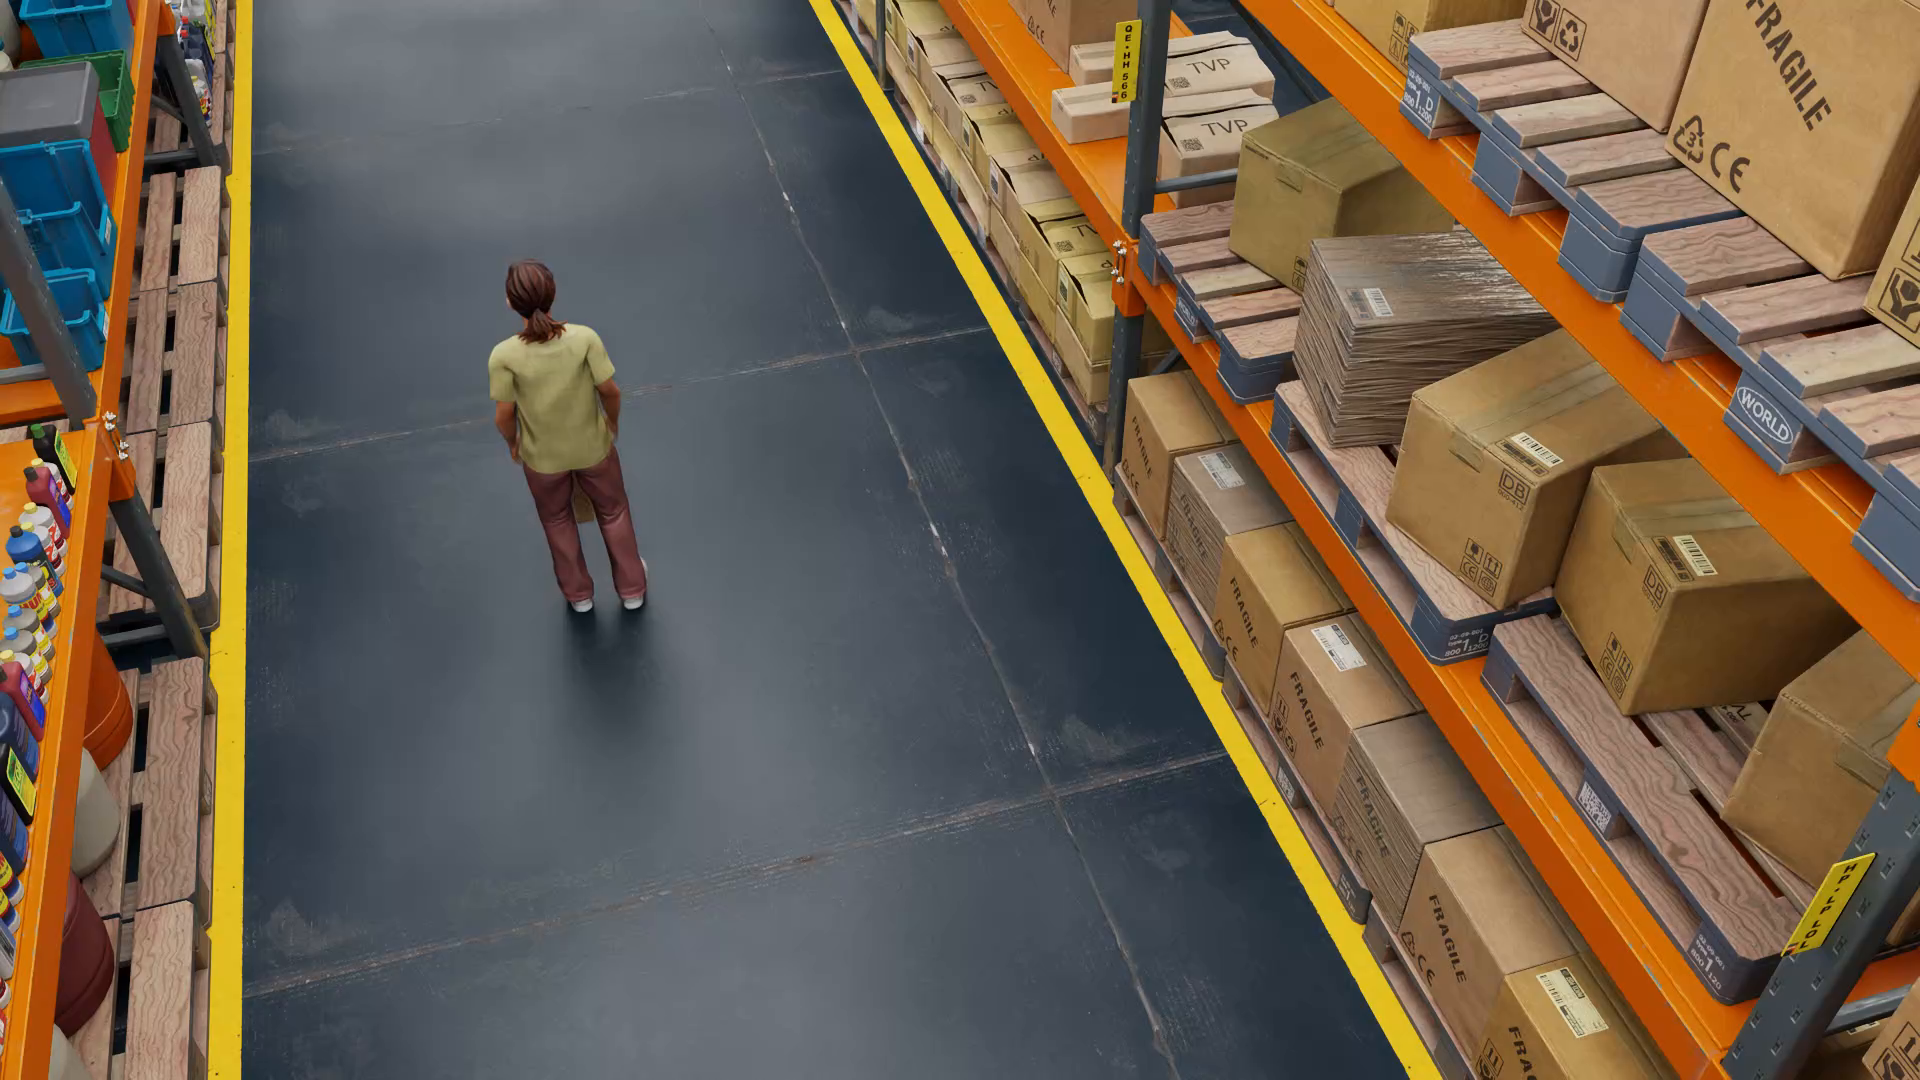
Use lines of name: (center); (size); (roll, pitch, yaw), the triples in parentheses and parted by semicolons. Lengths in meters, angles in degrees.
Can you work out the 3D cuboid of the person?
person: (-1.565, -0.388, 6.585); (0.483, 1.675, 0.398); (-13, 44, -14)
